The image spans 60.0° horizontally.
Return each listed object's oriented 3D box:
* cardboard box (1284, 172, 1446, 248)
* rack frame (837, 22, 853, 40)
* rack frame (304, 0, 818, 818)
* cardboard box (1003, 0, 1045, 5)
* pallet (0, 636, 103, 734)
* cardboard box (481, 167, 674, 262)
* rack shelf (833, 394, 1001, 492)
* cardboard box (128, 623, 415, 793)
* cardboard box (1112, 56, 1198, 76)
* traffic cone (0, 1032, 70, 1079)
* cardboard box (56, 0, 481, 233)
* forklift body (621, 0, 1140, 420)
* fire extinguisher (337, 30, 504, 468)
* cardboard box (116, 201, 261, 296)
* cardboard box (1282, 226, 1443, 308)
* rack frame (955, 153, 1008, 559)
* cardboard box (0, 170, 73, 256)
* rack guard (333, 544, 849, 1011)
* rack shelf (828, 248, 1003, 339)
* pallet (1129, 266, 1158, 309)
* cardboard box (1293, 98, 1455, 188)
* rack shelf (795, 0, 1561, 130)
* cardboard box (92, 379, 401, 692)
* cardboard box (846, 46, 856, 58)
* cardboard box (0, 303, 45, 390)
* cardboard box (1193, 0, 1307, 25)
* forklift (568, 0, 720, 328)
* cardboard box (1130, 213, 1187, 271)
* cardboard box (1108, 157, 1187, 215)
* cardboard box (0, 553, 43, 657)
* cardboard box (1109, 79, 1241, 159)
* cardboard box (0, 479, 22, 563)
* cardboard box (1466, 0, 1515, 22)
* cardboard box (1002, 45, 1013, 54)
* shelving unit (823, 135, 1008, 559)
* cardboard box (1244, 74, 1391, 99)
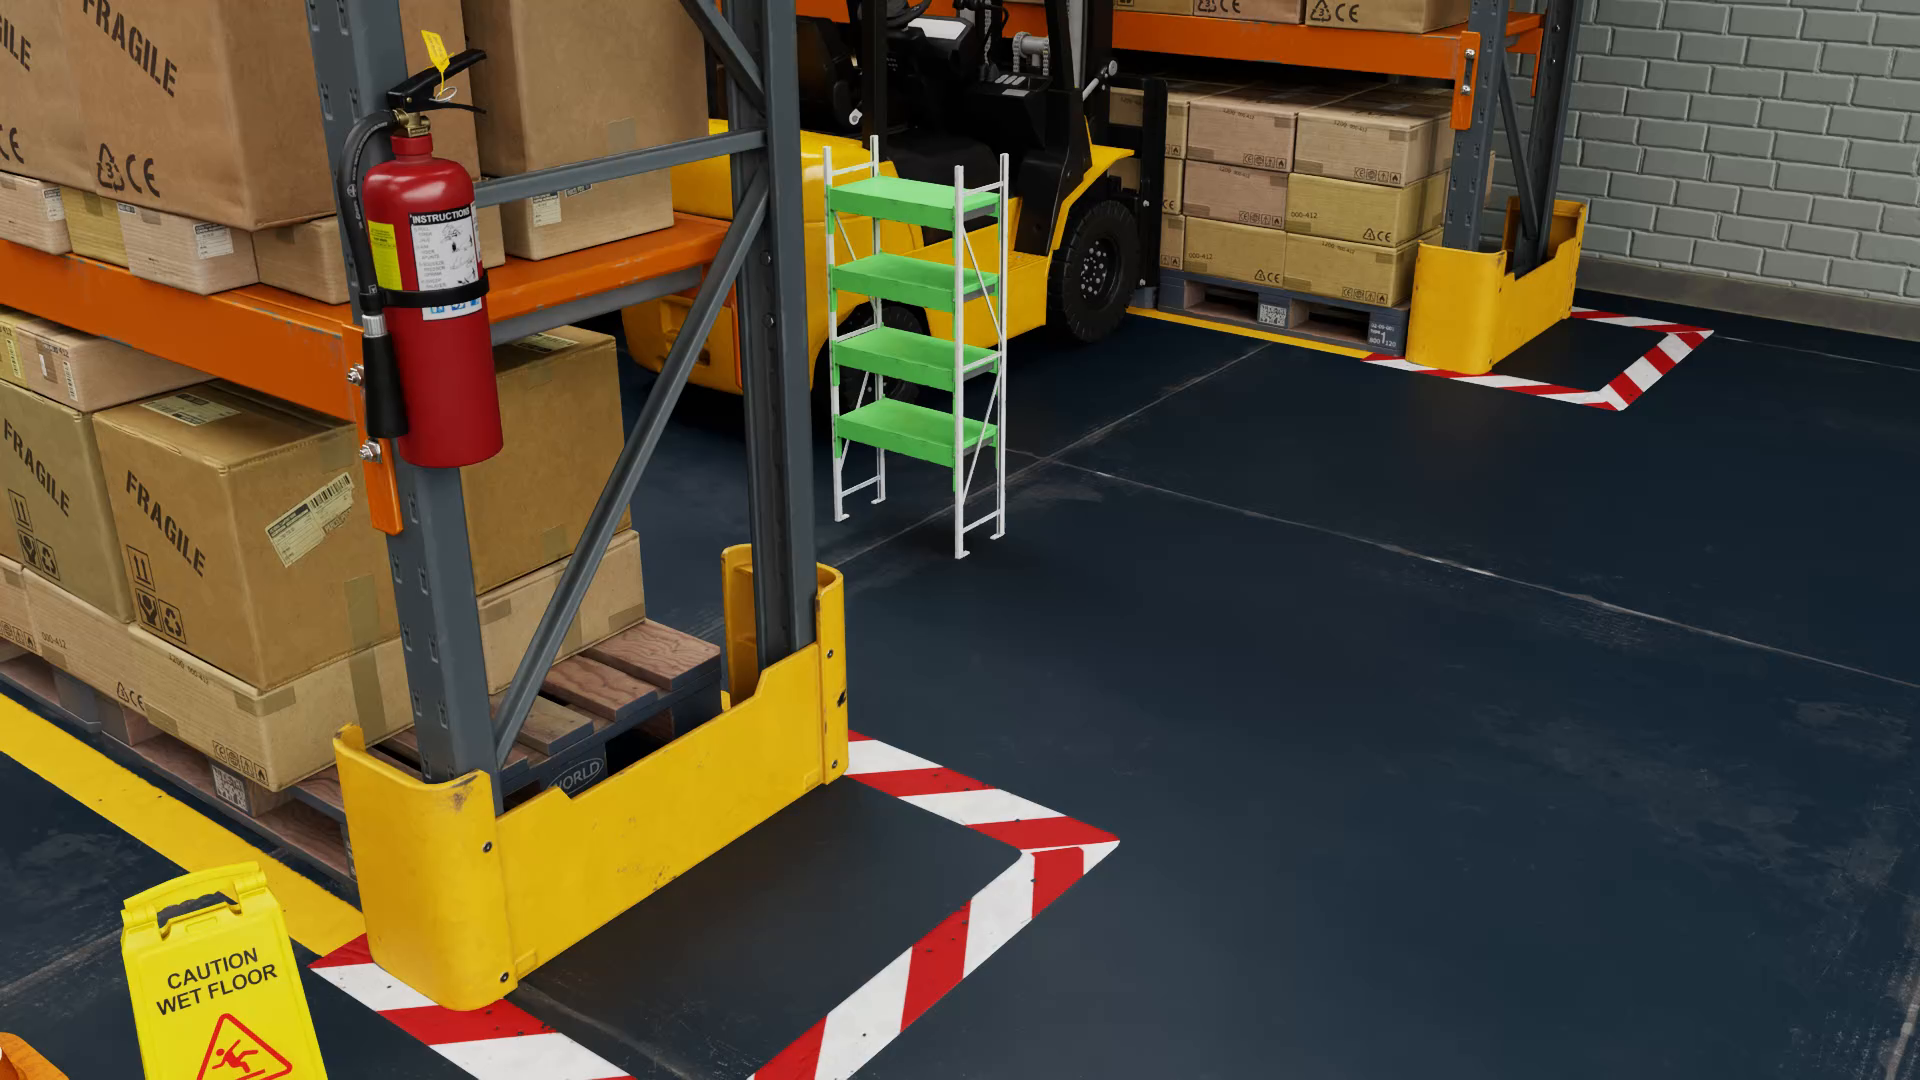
[{"bbox_3d":[1.728,-1.450,7.091,0.500,0.250,0.500,16,29,33],"label":"cardboard box"},{"bbox_3d":[-0.896,-3.238,8.879,0.127,3.000,1.000,17,29,33],"label":"rack frame"},{"bbox_3d":[-0.669,-0.668,3.047,0.127,3.000,1.000,17,29,33],"label":"rack frame"},{"bbox_3d":[0.525,-2.721,7.581,0.500,0.500,0.500,17,29,34],"label":"cardboard box"},{"bbox_3d":[-2.331,0.086,4.792,1.213,0.211,1.003,17,29,33],"label":"pallet"},{"bbox_3d":[-0.817,-0.702,3.435,0.250,0.149,0.380,17,29,33],"label":"cardboard box"},{"bbox_3d":[-0.132,-0.311,5.221,0.480,0.148,0.258,17,29,33],"label":"rack shelf"},{"bbox_3d":[-1.497,0.283,3.776,0.500,0.250,0.500,17,29,33],"label":"cardboard box"},{"bbox_3d":[0.832,-2.210,8.194,0.500,0.250,0.500,16,28,32],"label":"cardboard box"},{"bbox_3d":[-1.787,0.805,2.849,0.334,0.463,0.336,17,29,33],"label":"traffic cone"},{"bbox_3d":[-1.269,-0.893,3.063,0.500,0.500,0.500,16,29,32],"label":"cardboard box"},{"bbox_3d":[-0.307,-1.752,6.559,1.214,2.155,2.313,17,29,33],"label":"forklift body"},{"bbox_3d":[-0.854,-0.457,2.662,0.183,0.674,0.296,17,29,33],"label":"fire extinguisher"},{"bbox_3d":[-1.366,-0.600,3.204,0.250,0.149,0.380,16,29,33],"label":"cardboard box"},{"bbox_3d":[1.739,-1.216,7.180,0.500,0.250,0.500,17,29,34],"label":"cardboard box"},{"bbox_3d":[0.063,-0.530,4.965,0.015,1.200,0.240,17,29,33],"label":"rack frame"},{"bbox_3d":[-1.783,-0.722,3.479,0.250,0.149,0.380,17,29,34],"label":"cardboard box"},{"bbox_3d":[-0.730,0.457,3.592,0.348,0.500,1.175,17,29,33],"label":"rack guard"},{"bbox_3d":[-0.132,-0.750,5.028,0.480,0.148,0.258,17,29,33],"label":"rack shelf"},{"bbox_3d":[0.696,-1.461,8.305,1.213,0.211,1.003,17,29,33],"label":"pallet"},{"bbox_3d":[1.749,-1.673,6.976,0.500,0.250,0.500,18,29,35],"label":"cardboard box"},{"bbox_3d":[0.704,-2.425,7.926,4.000,0.370,1.077,17,29,33],"label":"rack shelf"},{"bbox_3d":[-1.467,-0.055,3.614,0.500,0.500,0.500,17,29,34],"label":"cardboard box"},{"bbox_3d":[-0.697,-2.411,8.652,0.500,0.250,0.500,16,29,33],"label":"cardboard box"},{"bbox_3d":[-2.000,-0.481,3.776,0.250,0.149,0.380,17,29,34],"label":"cardboard box"},{"bbox_3d":[1.344,-2.479,7.033,0.500,0.500,0.500,18,29,35],"label":"cardboard box"},{"bbox_3d":[-1.740,-2.658,7.648,1.130,2.935,3.031,10,26,21],"label":"forklift"},{"bbox_3d":[0.952,-1.463,7.741,0.500,0.250,0.500,17,29,34],"label":"cardboard box"},{"bbox_3d":[0.907,-1.693,7.642,0.500,0.250,0.500,16,28,32],"label":"cardboard box"},{"bbox_3d":[-2.309,0.037,4.336,0.500,0.250,0.500,16,28,31],"label":"cardboard box"},{"bbox_3d":[0.927,-1.913,7.521,0.500,0.250,0.500,17,29,34],"label":"cardboard box"},{"bbox_3d":[-2.286,-0.304,4.180,0.500,0.500,0.500,16,28,32],"label":"cardboard box"},{"bbox_3d":[2.075,-2.526,7.138,0.500,0.500,0.500,18,29,35],"label":"cardboard box"},{"bbox_3d":[0.028,-2.455,8.751,0.500,0.250,0.500,16,29,33],"label":"cardboard box"},{"bbox_3d":[-0.132,-0.589,5.099,0.503,1.200,0.258,17,29,33],"label":"shelving unit"},{"bbox_3d":[1.632,-1.959,7.625,0.500,0.250,0.500,17,29,33],"label":"cardboard box"}]
